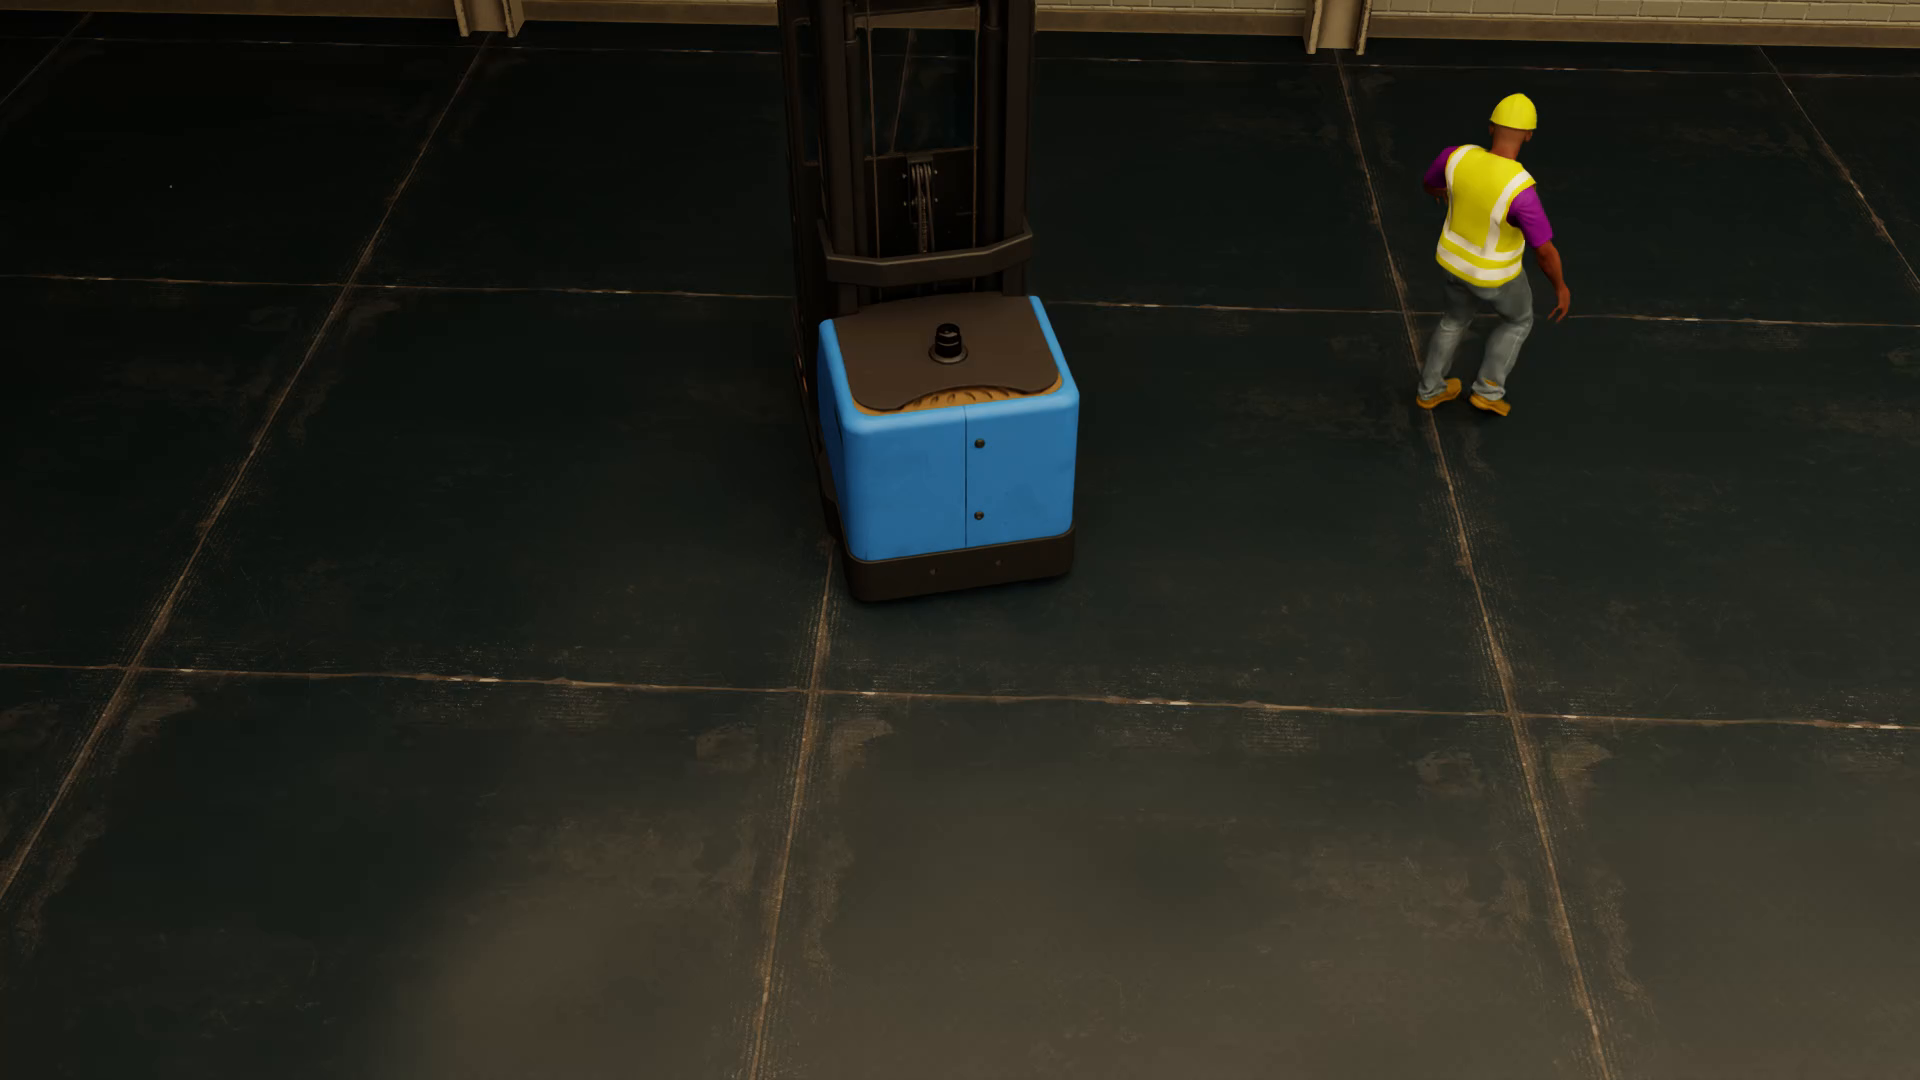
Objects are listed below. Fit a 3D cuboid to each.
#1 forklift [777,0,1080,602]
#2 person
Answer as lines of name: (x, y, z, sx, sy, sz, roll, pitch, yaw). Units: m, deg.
forklift: (-0.272, -1.809, 7.724, 1.130, 2.935, 3.031, -8, 43, -8)
person: (2.573, -1.362, 8.148, 0.497, 1.785, 0.966, -24, 48, -24)
